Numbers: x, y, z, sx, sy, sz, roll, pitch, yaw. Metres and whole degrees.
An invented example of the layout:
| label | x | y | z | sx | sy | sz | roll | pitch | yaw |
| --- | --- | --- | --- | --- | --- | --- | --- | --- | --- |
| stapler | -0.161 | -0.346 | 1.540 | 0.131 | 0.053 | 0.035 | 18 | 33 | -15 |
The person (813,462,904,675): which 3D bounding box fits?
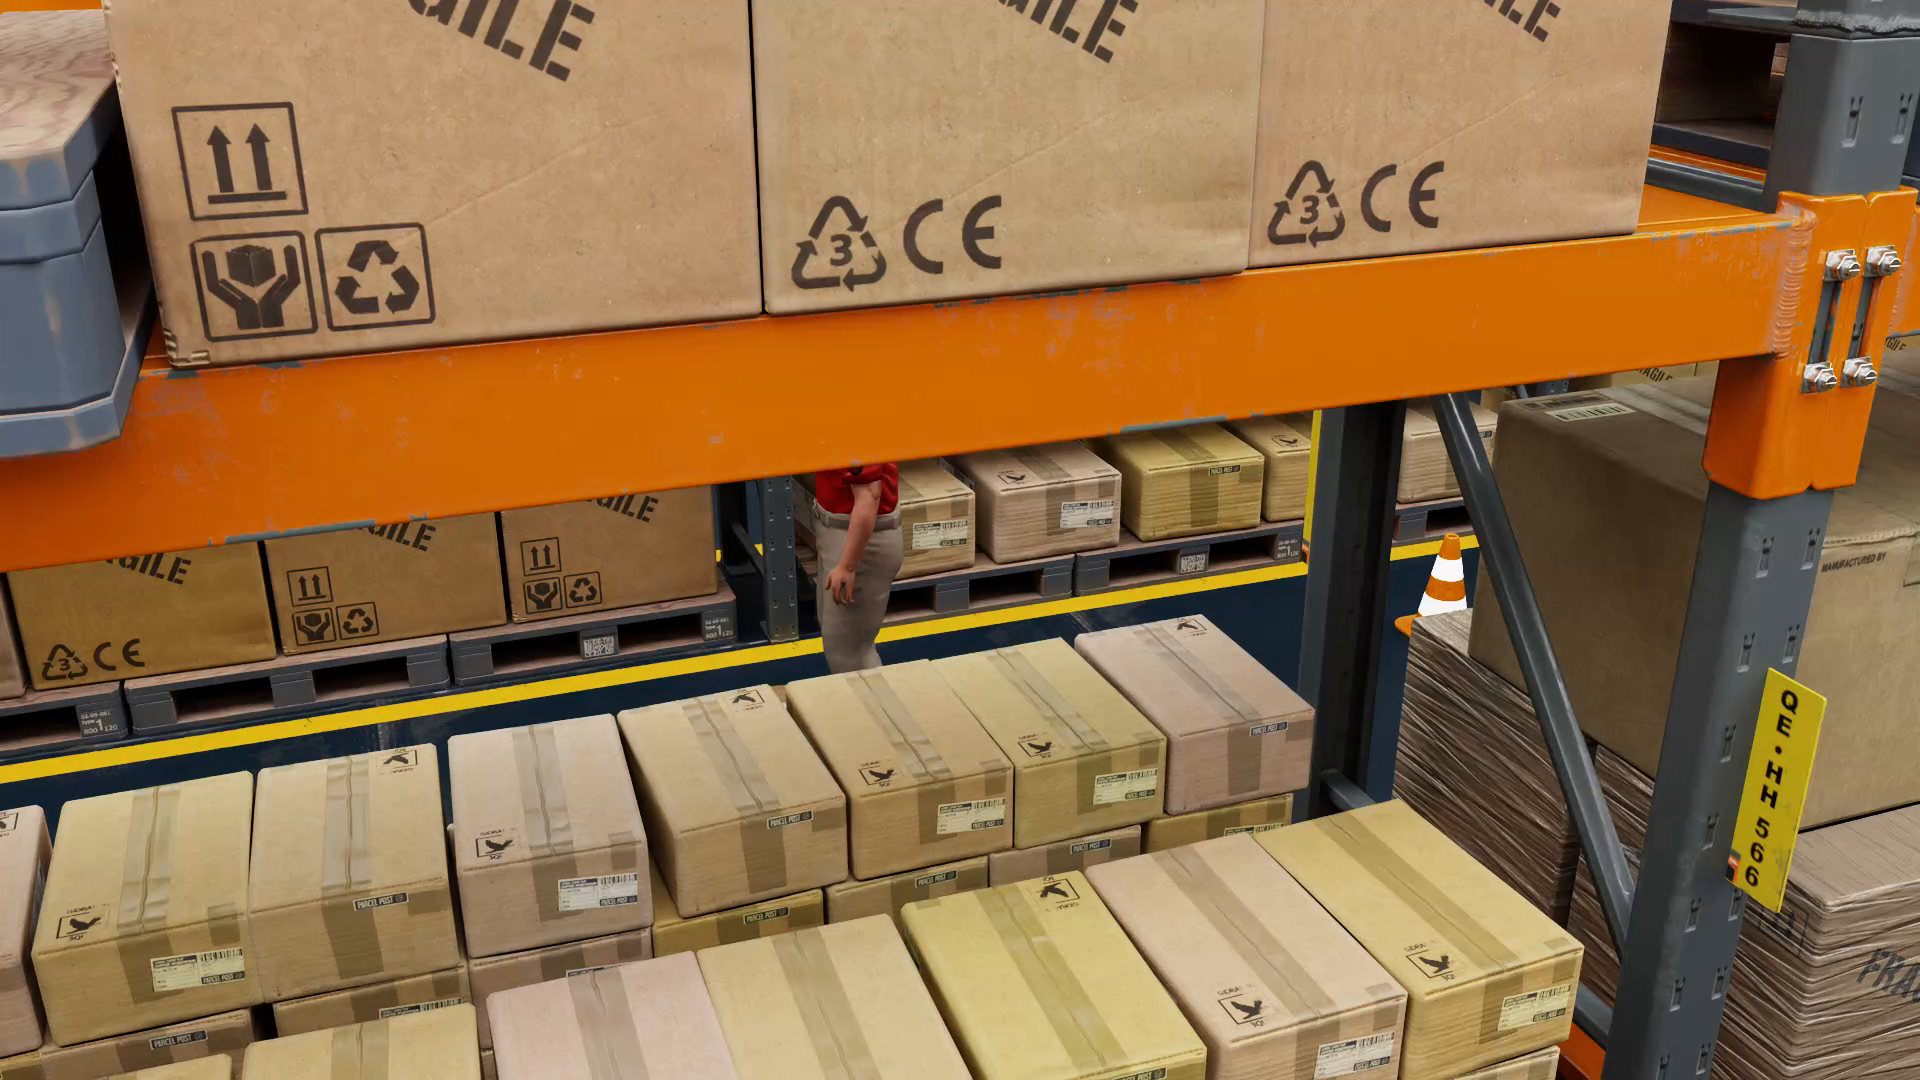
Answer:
| label | x | y | z | sx | sy | sz | roll | pitch | yaw |
| --- | --- | --- | --- | --- | --- | --- | --- | --- | --- |
| person | -0.409 | 0.011 | 6.081 | 0.394 | 1.727 | 0.587 | -3 | 23 | -8 |
